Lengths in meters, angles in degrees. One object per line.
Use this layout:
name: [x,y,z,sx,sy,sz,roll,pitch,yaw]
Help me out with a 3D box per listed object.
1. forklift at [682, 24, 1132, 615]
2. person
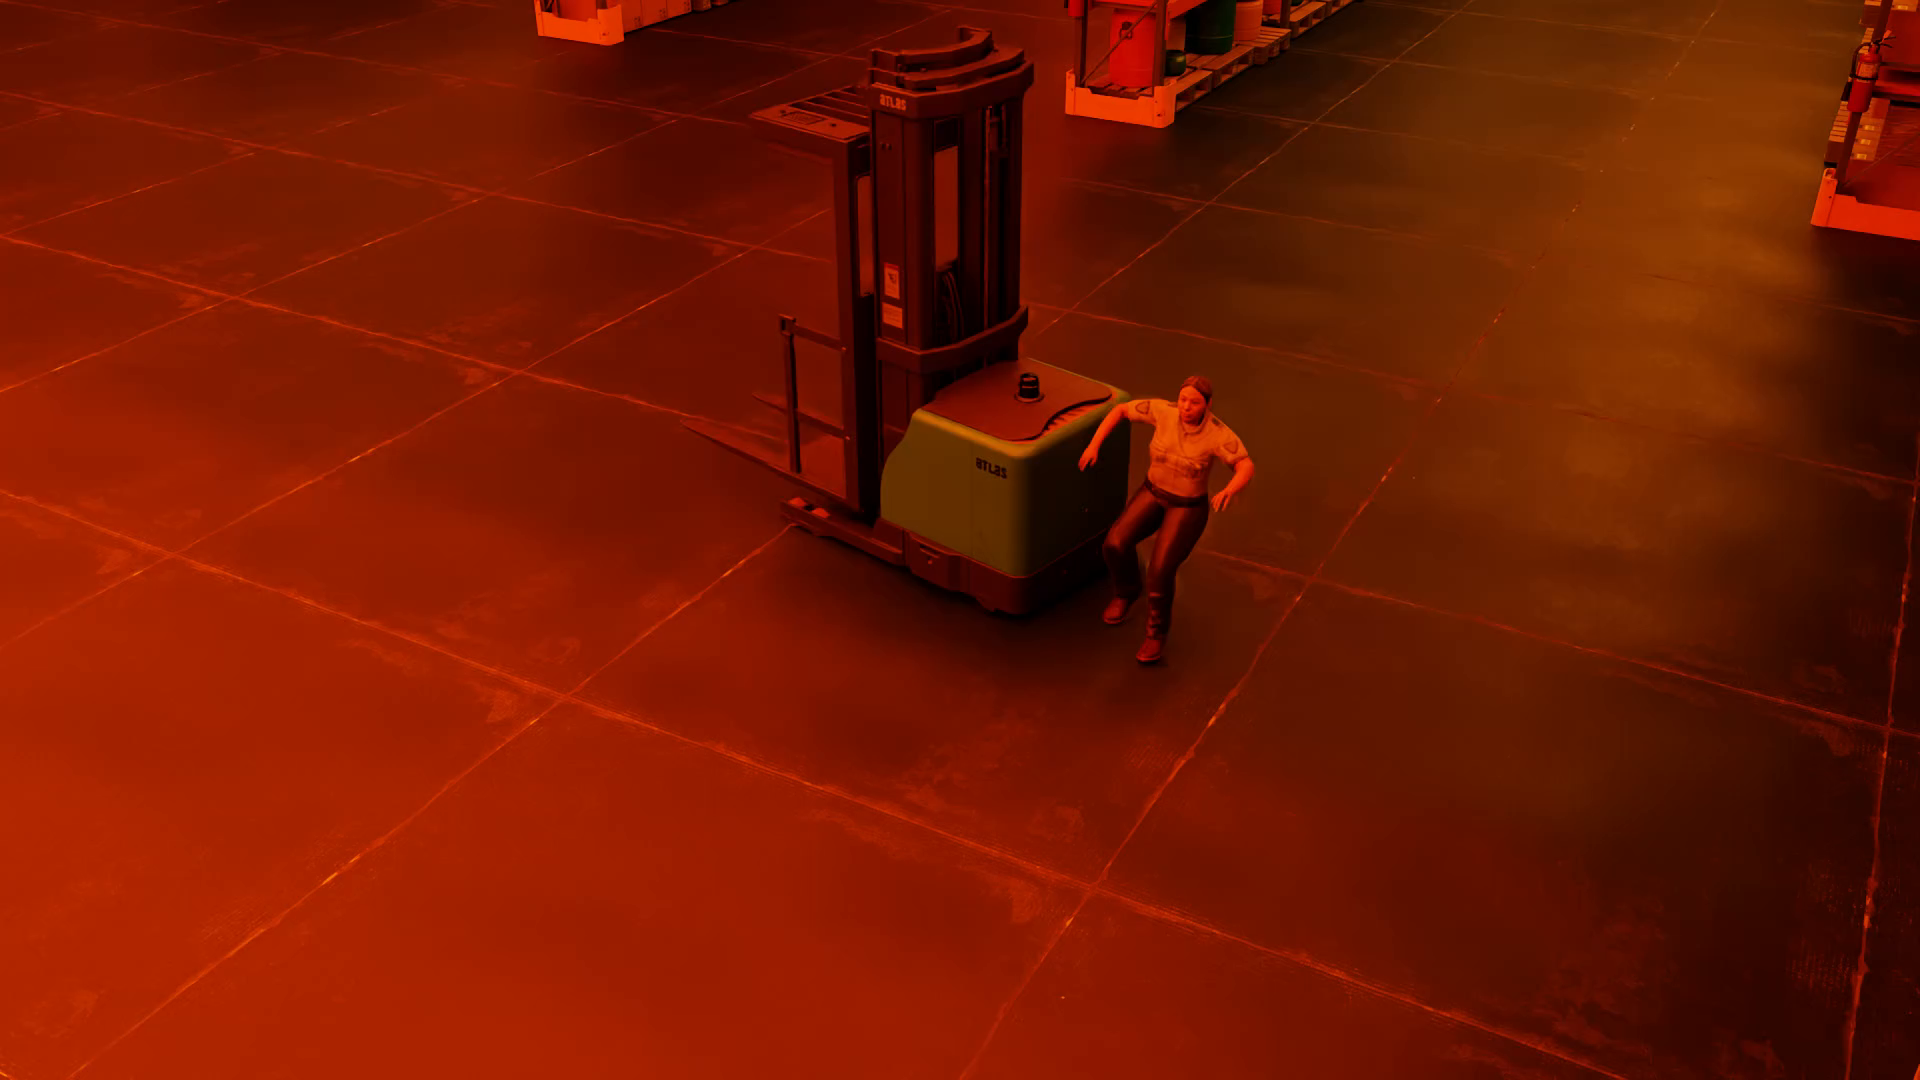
forklift: [-0.462,-1.469,9.616,3.031,2.935,1.130,24,37,35]
person: [1.040,-0.148,8.831,0.975,1.415,0.797,15,33,24]
